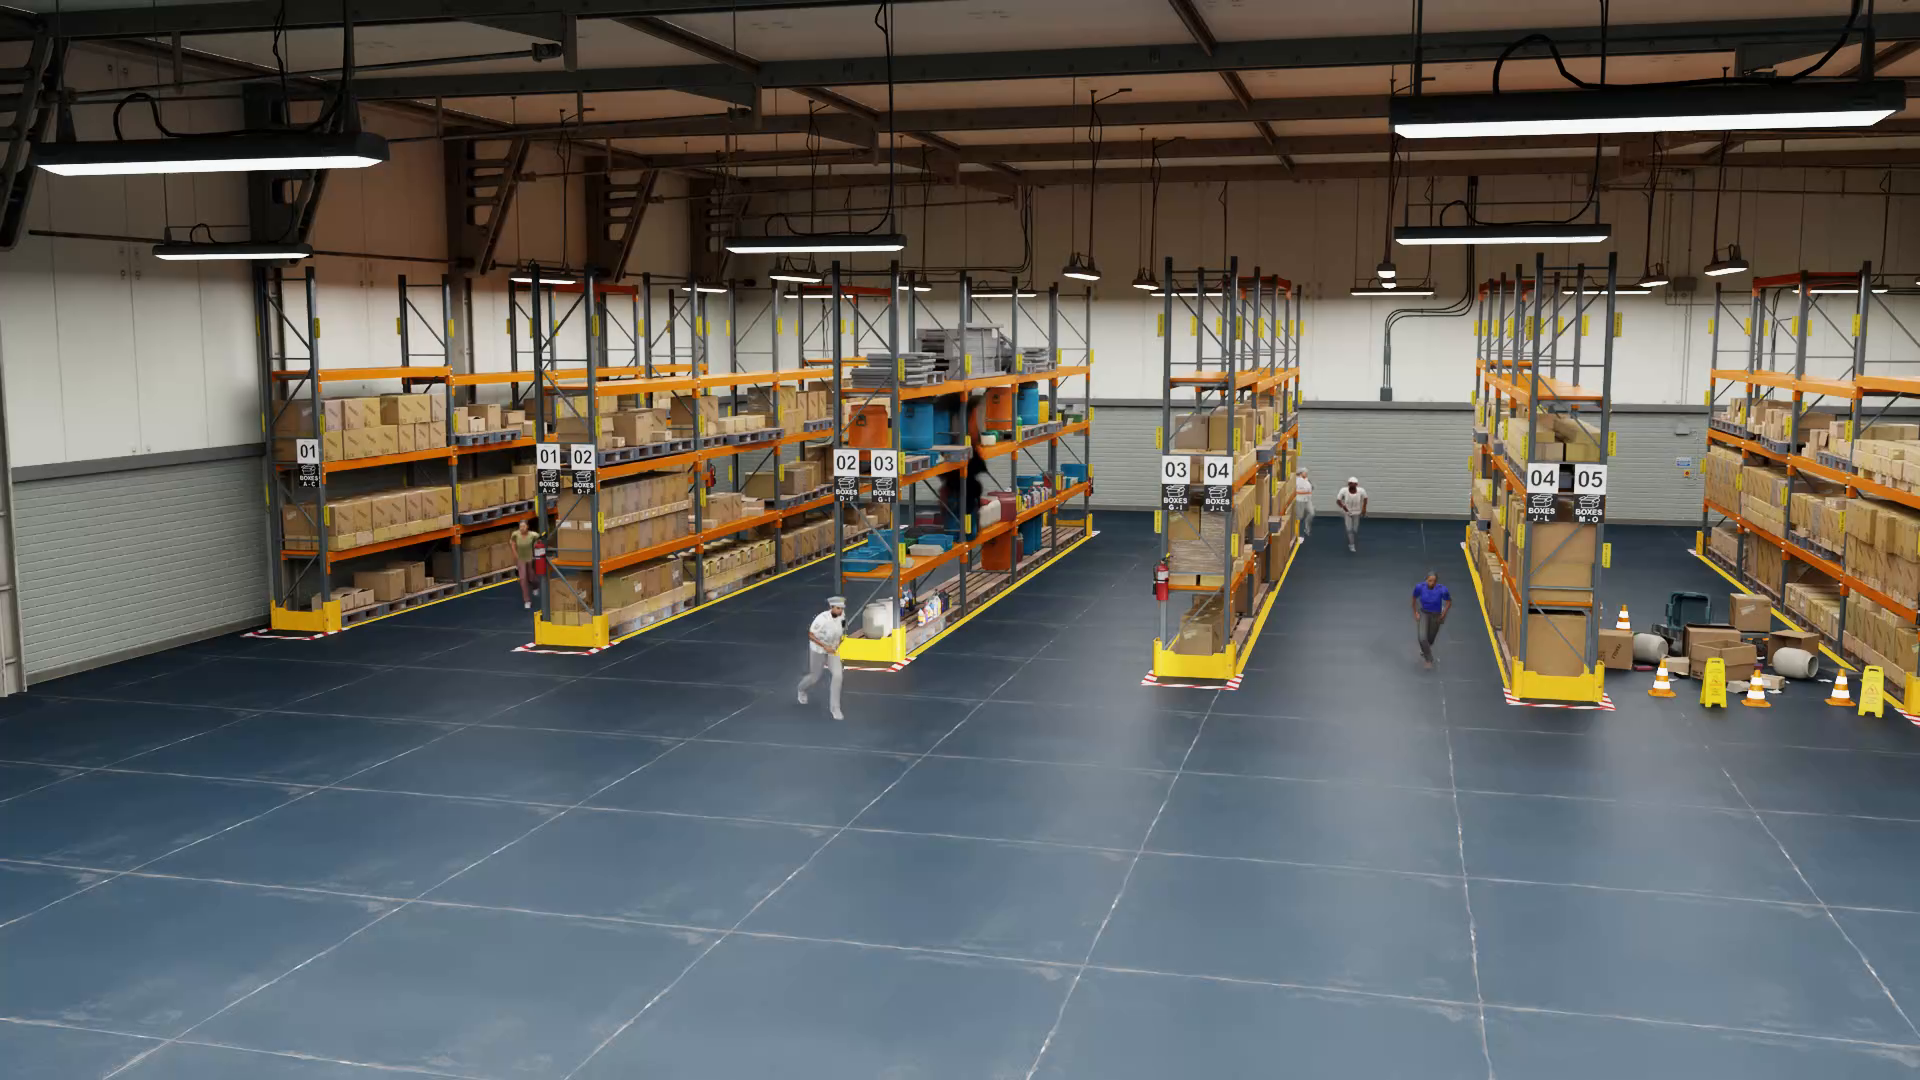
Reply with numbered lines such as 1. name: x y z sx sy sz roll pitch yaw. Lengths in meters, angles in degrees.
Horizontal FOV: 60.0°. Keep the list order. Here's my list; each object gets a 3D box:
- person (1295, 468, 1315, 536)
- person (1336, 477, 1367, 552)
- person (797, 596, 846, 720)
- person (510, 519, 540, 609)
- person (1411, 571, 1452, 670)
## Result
1. person: 8.269 -0.896 40.402 0.655 1.741 0.633 -7 10 -43
2. person: 8.836 -0.590 37.526 0.687 1.703 0.752 1 7 11
3. person: -1.811 1.491 21.736 0.611 1.627 0.983 -7 10 -44
4. person: -7.841 0.385 30.171 0.586 1.613 0.978 0 7 1
5. person: 7.000 1.160 24.721 0.580 1.513 0.905 2 8 16
